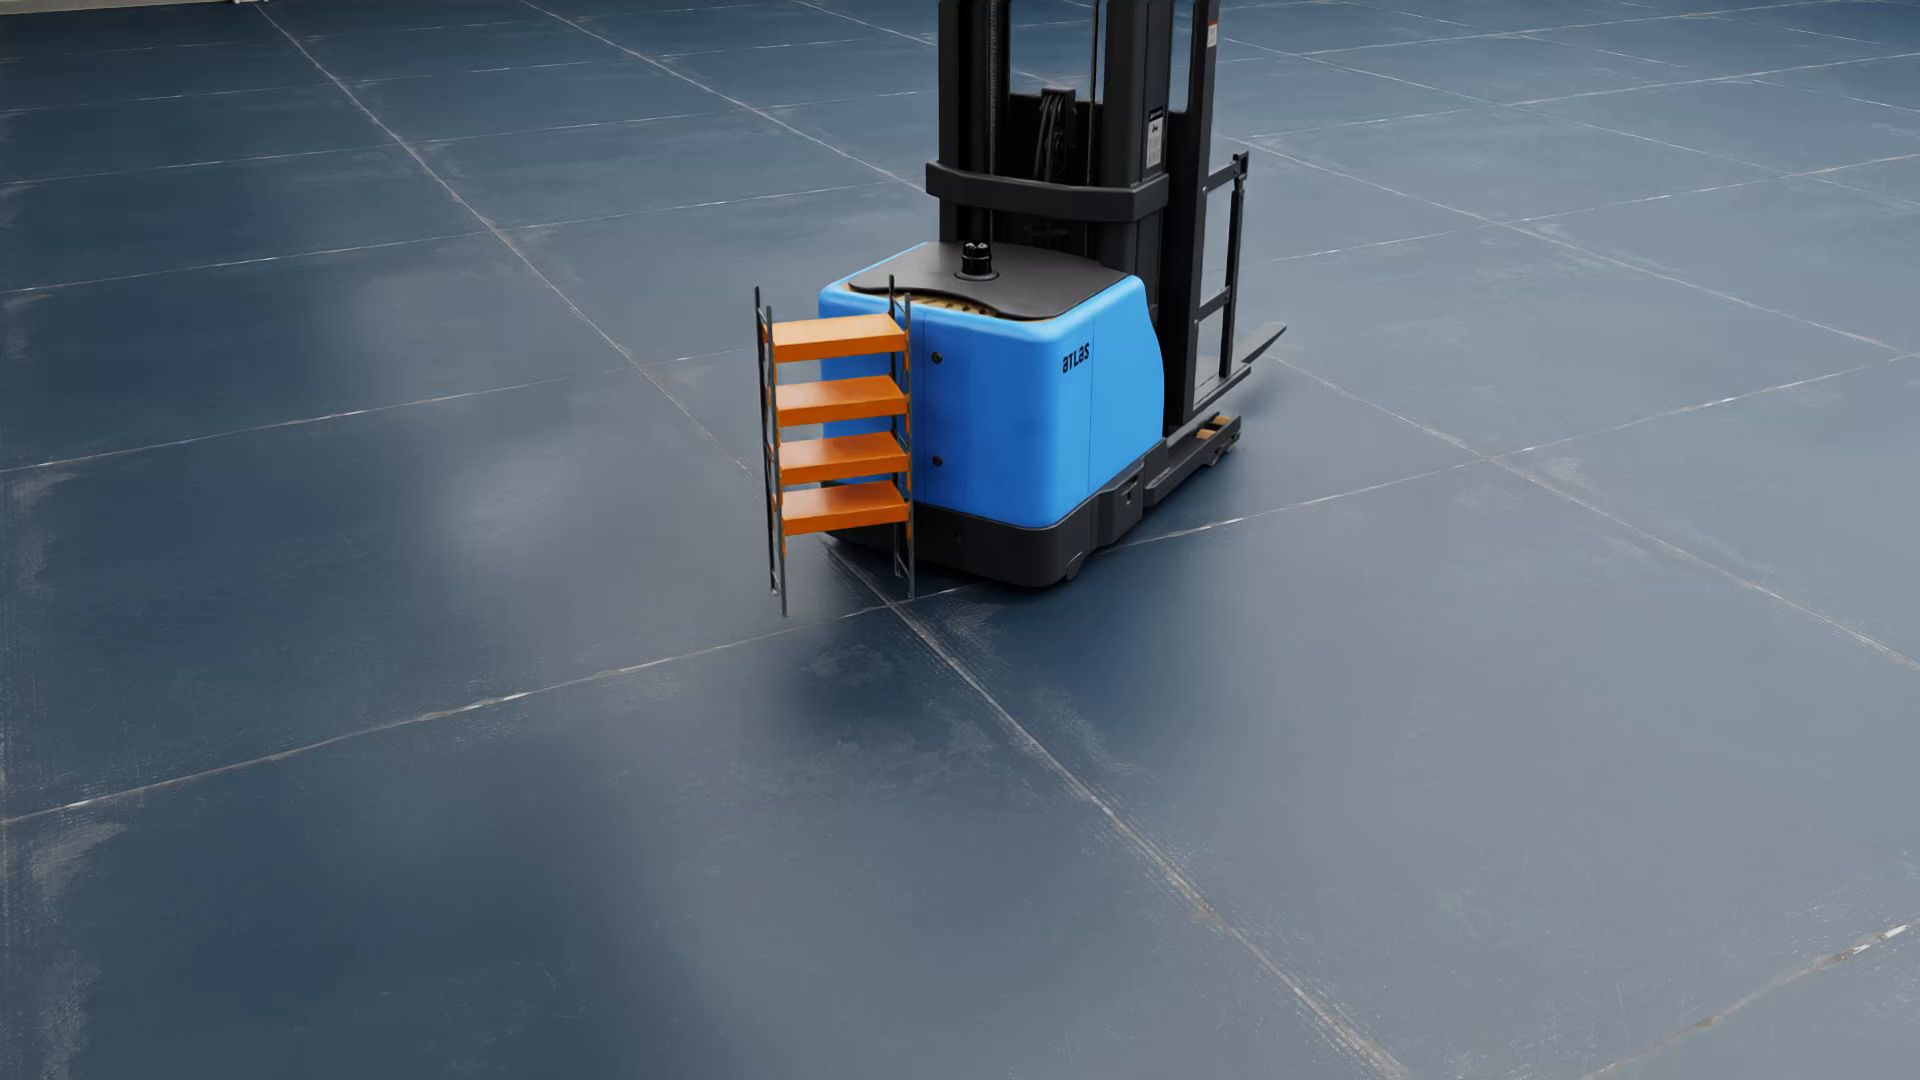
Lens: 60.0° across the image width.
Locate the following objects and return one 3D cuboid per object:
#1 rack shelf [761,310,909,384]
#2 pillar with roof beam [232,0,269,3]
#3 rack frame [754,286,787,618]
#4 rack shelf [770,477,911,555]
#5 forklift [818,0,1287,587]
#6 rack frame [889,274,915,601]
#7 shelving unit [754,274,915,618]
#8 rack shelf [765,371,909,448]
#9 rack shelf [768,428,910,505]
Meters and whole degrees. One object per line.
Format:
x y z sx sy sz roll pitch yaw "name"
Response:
-0.447 -0.686 5.885 0.480 0.148 0.258 -7 27 -15 "rack shelf"
-6.856 -9.163 15.437 0.400 9.000 9.100 -13 29 -25 "pillar with roof beam"
-0.680 -0.301 5.992 0.015 1.200 0.240 -7 27 -15 "rack frame"
-0.447 -0.093 6.171 0.480 0.148 0.258 -7 27 -15 "rack shelf"
0.627 -1.742 6.991 1.130 2.935 3.031 14 29 27 "forklift"
-0.214 -0.363 6.119 0.015 1.200 0.240 -7 27 -15 "rack frame"
-0.447 -0.332 6.056 0.503 1.200 0.258 -7 27 -15 "shelving unit"
-0.447 -0.473 5.988 0.480 0.148 0.258 -7 27 -15 "rack shelf"
-0.447 -0.272 6.085 0.480 0.148 0.258 -7 27 -15 "rack shelf"
